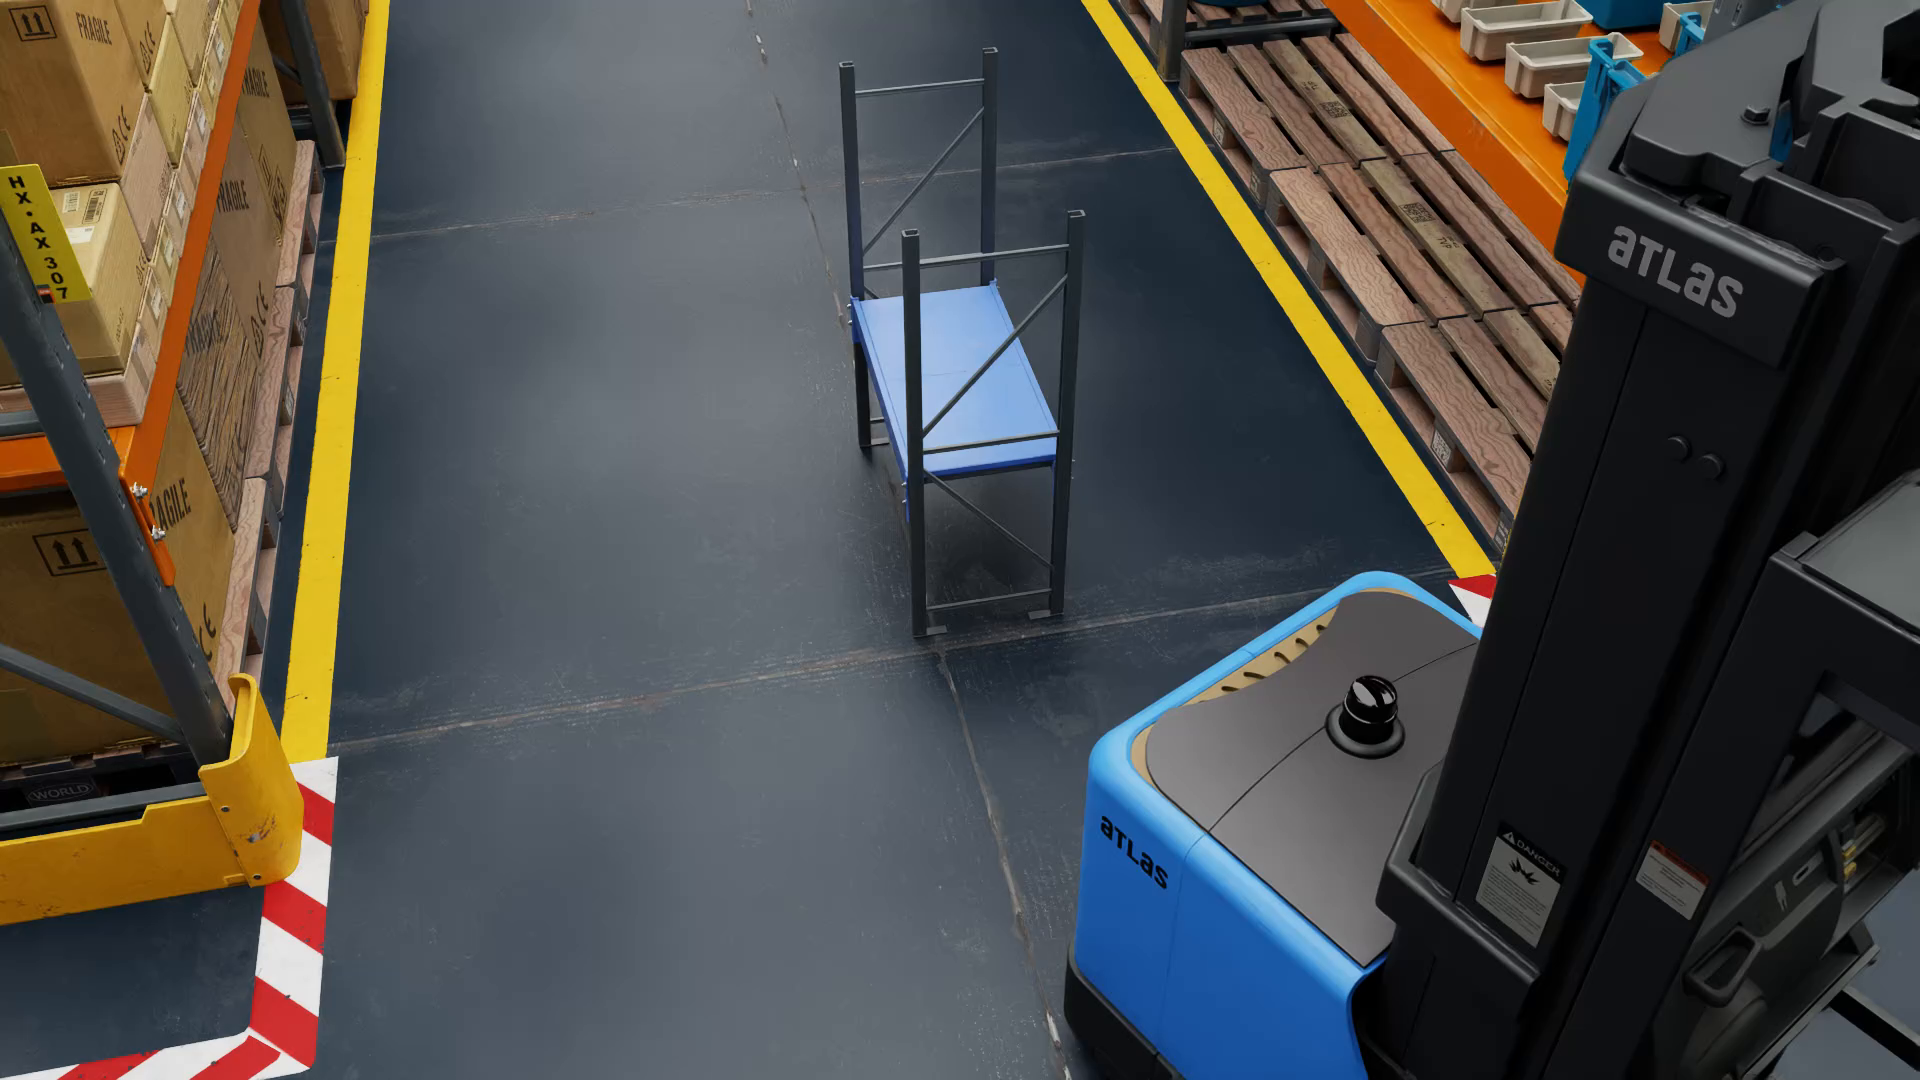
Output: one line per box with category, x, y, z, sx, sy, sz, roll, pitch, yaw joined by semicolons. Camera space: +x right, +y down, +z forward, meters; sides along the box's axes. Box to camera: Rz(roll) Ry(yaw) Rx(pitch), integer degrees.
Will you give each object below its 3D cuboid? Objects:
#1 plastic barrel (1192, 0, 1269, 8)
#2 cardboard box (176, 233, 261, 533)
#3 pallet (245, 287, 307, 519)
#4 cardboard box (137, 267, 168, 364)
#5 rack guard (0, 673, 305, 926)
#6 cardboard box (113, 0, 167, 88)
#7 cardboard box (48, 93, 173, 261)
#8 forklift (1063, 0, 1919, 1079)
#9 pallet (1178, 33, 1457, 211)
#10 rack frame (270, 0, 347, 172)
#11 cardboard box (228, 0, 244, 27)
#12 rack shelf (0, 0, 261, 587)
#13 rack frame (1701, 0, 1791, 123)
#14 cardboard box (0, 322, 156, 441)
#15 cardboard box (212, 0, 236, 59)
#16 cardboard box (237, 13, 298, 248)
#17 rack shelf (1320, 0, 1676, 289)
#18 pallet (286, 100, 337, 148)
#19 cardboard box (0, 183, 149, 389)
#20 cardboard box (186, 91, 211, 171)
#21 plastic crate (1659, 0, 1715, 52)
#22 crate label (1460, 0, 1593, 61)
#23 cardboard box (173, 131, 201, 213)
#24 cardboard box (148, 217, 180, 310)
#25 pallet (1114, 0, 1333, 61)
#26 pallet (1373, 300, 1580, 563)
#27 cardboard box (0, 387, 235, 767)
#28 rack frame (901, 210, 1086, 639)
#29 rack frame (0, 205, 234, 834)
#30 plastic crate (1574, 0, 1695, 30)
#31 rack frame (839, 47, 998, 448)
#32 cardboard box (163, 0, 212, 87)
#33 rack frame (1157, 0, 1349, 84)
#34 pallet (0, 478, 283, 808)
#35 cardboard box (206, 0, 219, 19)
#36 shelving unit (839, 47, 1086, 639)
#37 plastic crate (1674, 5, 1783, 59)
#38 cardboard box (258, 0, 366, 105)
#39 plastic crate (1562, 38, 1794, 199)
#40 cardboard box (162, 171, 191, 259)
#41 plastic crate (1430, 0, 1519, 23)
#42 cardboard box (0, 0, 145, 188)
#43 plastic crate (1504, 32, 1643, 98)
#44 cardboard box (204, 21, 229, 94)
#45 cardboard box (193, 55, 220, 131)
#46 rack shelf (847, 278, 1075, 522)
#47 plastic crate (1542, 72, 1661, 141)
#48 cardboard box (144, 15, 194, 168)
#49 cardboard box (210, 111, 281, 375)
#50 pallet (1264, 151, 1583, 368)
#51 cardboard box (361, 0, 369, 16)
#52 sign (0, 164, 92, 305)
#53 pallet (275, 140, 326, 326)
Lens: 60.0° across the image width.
plastic barrel;1.395;-3.240;8.405;0.600;0.901;0.708;-8;42;-9
cardboard box;-2.890;-0.566;5.412;0.875;0.875;0.875;-8;42;-9
pallet;-2.986;-0.464;6.114;1.003;0.211;1.213;-8;42;-9
cardboard box;-2.288;-0.560;4.310;0.380;0.149;0.250;-9;42;-10
rack guard;-2.472;0.740;4.540;1.175;0.500;0.348;-8;42;-9
cardboard box;-2.543;-1.555;4.566;0.500;0.500;0.500;-9;42;-10
cardboard box;-2.436;-0.951;4.451;0.500;0.250;0.500;-9;42;-10
forklift;1.578;0.722;2.729;1.130;2.935;3.031;-28;49;-28
pallet;1.692;-1.999;7.843;1.003;0.211;1.213;-8;42;-9
rack frame;-3.341;-2.803;6.648;1.000;3.000;0.127;-8;42;-9
cardboard box;-2.732;-1.892;5.811;0.380;0.149;0.250;-8;42;-8
rack shelf;-2.909;-1.238;5.427;1.077;0.370;4.000;-8;42;-9
rack frame;2.359;-0.920;4.527;1.000;3.000;0.127;-8;42;-9
cardboard box;-2.232;-0.394;4.123;0.380;0.149;0.250;-8;42;-9
cardboard box;-2.677;-1.726;5.624;0.380;0.149;0.250;-9;42;-10
cardboard box;-3.276;-1.726;6.719;0.875;0.875;0.875;-8;42;-9
rack shelf;1.927;-1.947;6.226;1.077;0.370;4.000;-8;42;-9
pallet;-3.581;-2.250;8.125;1.003;0.211;1.213;-8;42;-9
cardboard box;-2.317;-0.615;4.073;0.500;0.250;0.500;-9;42;-10
cardboard box;-2.511;-1.227;5.062;0.380;0.149;0.250;-9;42;-10
plastic crate;2.492;-1.711;5.571;0.250;0.136;0.298;-8;42;-9
crate label;1.874;-1.714;5.574;0.396;0.136;0.243;-8;42;-9
cardboard box;-2.455;-1.060;4.873;0.380;0.149;0.250;-9;42;-10
cardboard box;-2.344;-0.726;4.497;0.380;0.149;0.250;-9;42;-10
pallet;1.370;-2.976;8.944;1.003;0.211;1.213;-8;42;-9
pallet;2.219;-0.417;6.061;1.003;0.211;1.213;-8;42;-9
cardboard box;-2.693;0.024;4.748;0.875;0.875;0.875;-8;42;-9
rack frame;0.091;-0.287;4.943;0.500;1.500;0.032;-8;42;-9
rack frame;-2.477;-0.210;3.727;1.000;3.000;0.127;-8;42;-9
plastic crate;2.343;-1.941;5.758;0.416;0.233;0.300;-8;42;-9
rack frame;-0.128;-0.946;5.686;0.500;1.500;0.032;-8;42;-9
cardboard box;-2.658;-1.615;5.199;0.500;0.250;0.500;-9;42;-10
rack frame;1.496;-3.513;7.448;1.000;3.000;0.127;-8;42;-9
pallet;-2.726;0.325;5.224;1.003;0.211;1.213;-8;42;-9
cardboard box;-2.765;-1.944;5.569;0.500;0.250;0.500;-8;42;-8
shelving unit;-0.018;-0.616;5.314;0.538;1.500;1.048;-8;42;-9
plastic crate;2.485;-1.514;5.277;0.416;0.233;0.300;-8;42;-9
cardboard box;-3.498;-2.578;7.678;1.225;0.875;0.875;-8;42;-9
plastic crate;2.104;-1.146;4.710;0.616;0.435;0.499;-8;42;-9
cardboard box;-2.401;-0.895;4.688;0.380;0.149;0.250;-9;42;-10
plastic crate;1.792;-1.903;5.787;0.298;0.136;0.250;-8;42;-9
cardboard box;-2.425;-1.220;4.189;0.500;0.500;0.500;-9;42;-10
plastic crate;1.958;-1.537;5.375;0.396;0.136;0.243;-8;42;-9
cardboard box;-2.623;-1.560;5.438;0.380;0.149;0.250;-8;42;-9
cardboard box;-2.565;-1.391;5.246;0.380;0.149;0.250;-9;42;-10
rack shelf;-0.018;-0.482;5.434;0.538;0.185;1.000;-8;42;-9
plastic crate;2.006;-1.347;5.161;0.396;0.136;0.243;-8;42;-9
cardboard box;-2.541;-1.278;4.819;0.500;0.250;0.500;-10;43;-11
cardboard box;-3.082;-1.143;6.062;0.875;0.875;0.875;-8;42;-9
pallet;1.959;-1.207;6.950;1.003;0.211;1.213;-8;42;-9
cardboard box;-3.692;-3.157;8.331;1.225;0.875;0.875;-10;43;-11
sign;-1.934;-0.639;3.499;0.100;0.325;0.005;-8;42;-9
pallet;-3.253;-1.256;7.006;1.003;0.211;1.213;-8;42;-9
